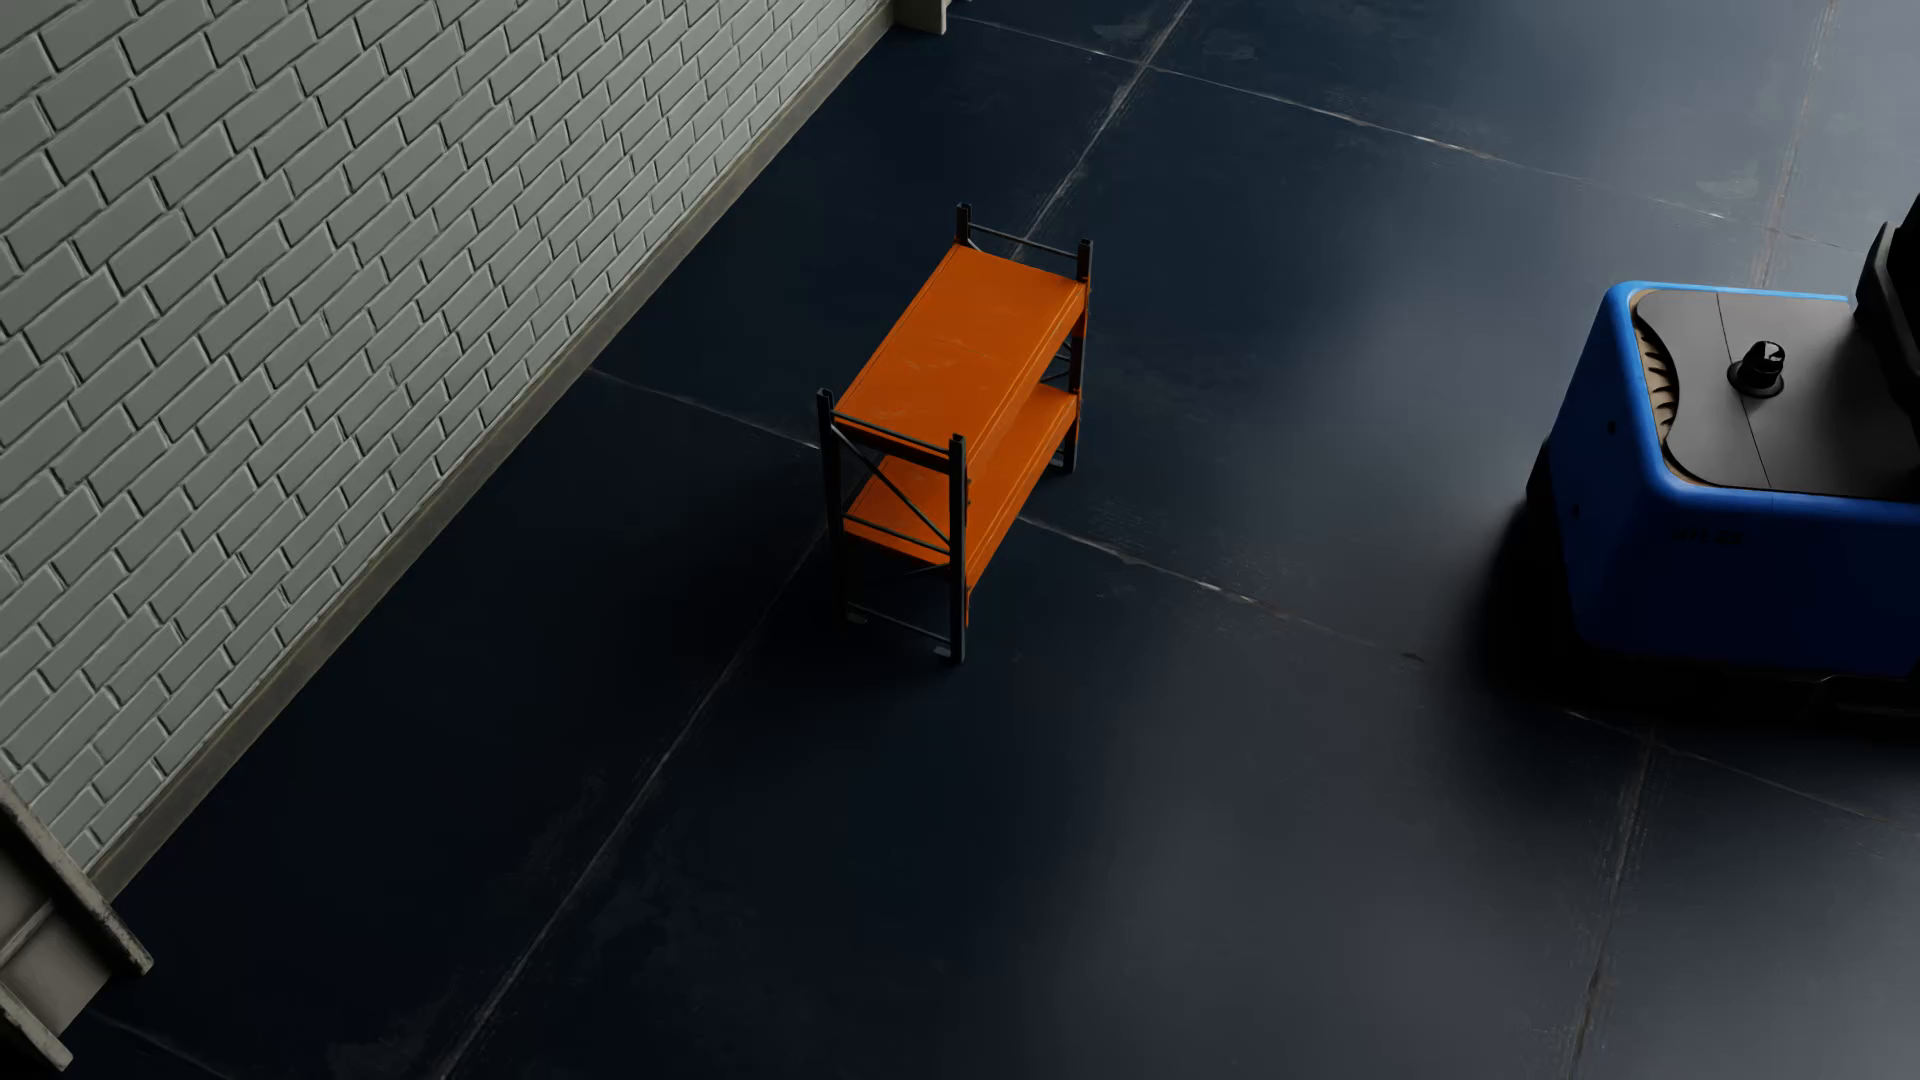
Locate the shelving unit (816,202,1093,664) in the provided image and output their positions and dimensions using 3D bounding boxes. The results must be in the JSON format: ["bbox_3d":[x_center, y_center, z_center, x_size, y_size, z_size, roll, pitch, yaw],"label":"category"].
[{"bbox_3d":[0.003,-0.369,5.826,0.538,1.125,1.048,20,52,16],"label":"shelving unit"}]

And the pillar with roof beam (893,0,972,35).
[{"bbox_3d":[3.745,-4.258,3.965,9.100,9.000,0.400,20,52,16],"label":"pillar with roof beam"}]

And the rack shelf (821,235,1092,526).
[{"bbox_3d":[0.003,-0.559,5.603,0.538,0.278,1.000,20,52,16],"label":"rack shelf"}]

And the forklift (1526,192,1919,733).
[{"bbox_3d":[3.608,-0.645,4.874,3.031,2.935,1.130,5,50,4],"label":"forklift"}]

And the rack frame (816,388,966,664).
[{"bbox_3d":[-0.214,-0.019,5.528,0.500,1.125,0.032,20,52,16],"label":"rack frame"}]

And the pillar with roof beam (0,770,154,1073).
[{"bbox_3d":[1.182,-0.127,0.449,9.100,9.000,0.400,20,52,16],"label":"pillar with roof beam"}]

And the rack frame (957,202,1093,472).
[{"bbox_3d":[0.220,-0.719,6.123,0.500,1.125,0.032,20,52,16],"label":"rack frame"}]

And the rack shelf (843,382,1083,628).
[{"bbox_3d":[0.003,-0.211,6.012,0.538,0.278,1.000,20,52,16],"label":"rack shelf"}]
